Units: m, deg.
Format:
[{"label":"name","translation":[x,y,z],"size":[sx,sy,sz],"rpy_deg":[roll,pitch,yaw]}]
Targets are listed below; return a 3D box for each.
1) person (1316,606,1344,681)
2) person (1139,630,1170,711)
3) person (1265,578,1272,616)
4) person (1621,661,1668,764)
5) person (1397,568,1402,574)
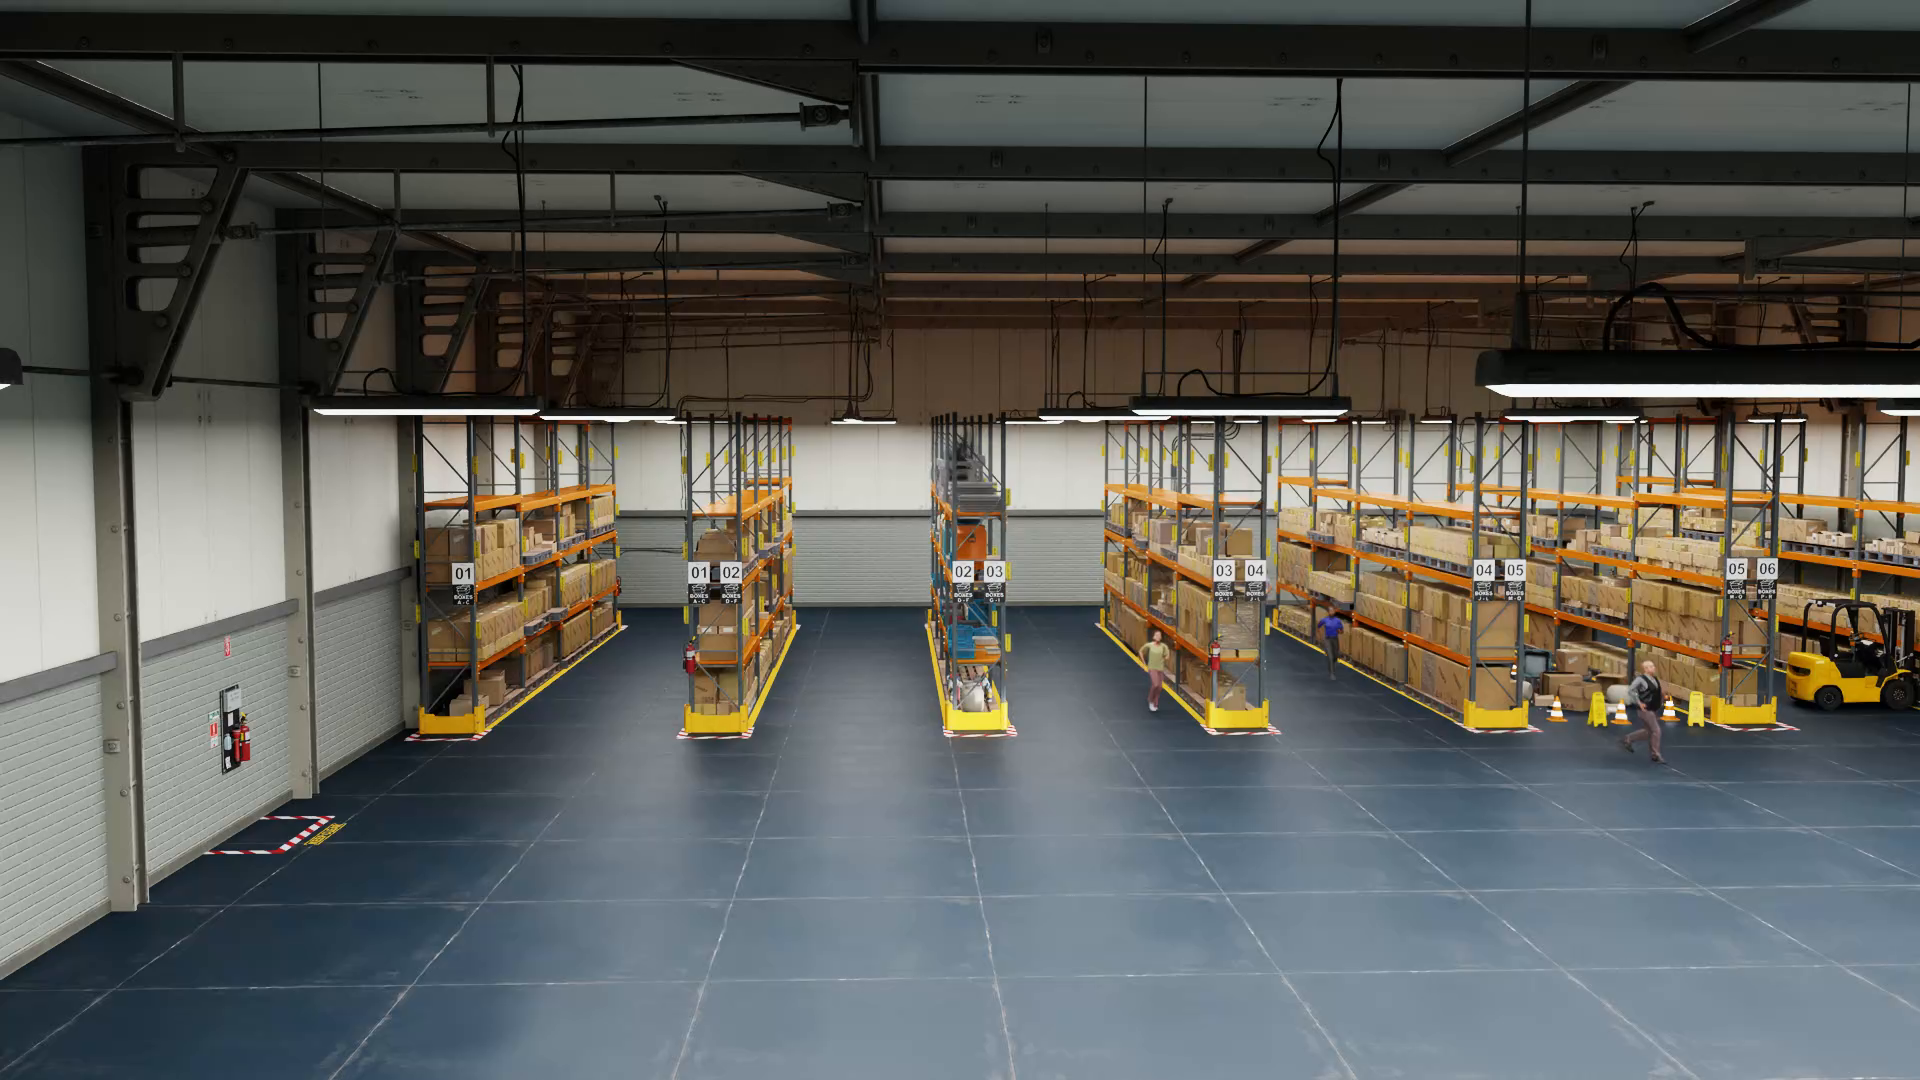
[{"label":"person","translation":[8.409,2.319,37.728],"size":[0.583,1.633,0.924],"rpy_deg":[0,4,-6]},{"label":"person","translation":[3.940,2.613,33.334],"size":[0.565,1.639,0.599],"rpy_deg":[-1,4,-14]},{"label":"person","translation":[8.727,1.678,48.514],"size":[0.472,1.511,0.676],"rpy_deg":[-2,4,-28]},{"label":"person","translation":[11.772,2.930,28.528],"size":[0.652,1.728,0.862],"rpy_deg":[-3,5,-41]},{"label":"person","translation":[13.083,1.606,49.245],"size":[0.693,1.565,0.526],"rpy_deg":[0,4,-4]}]
